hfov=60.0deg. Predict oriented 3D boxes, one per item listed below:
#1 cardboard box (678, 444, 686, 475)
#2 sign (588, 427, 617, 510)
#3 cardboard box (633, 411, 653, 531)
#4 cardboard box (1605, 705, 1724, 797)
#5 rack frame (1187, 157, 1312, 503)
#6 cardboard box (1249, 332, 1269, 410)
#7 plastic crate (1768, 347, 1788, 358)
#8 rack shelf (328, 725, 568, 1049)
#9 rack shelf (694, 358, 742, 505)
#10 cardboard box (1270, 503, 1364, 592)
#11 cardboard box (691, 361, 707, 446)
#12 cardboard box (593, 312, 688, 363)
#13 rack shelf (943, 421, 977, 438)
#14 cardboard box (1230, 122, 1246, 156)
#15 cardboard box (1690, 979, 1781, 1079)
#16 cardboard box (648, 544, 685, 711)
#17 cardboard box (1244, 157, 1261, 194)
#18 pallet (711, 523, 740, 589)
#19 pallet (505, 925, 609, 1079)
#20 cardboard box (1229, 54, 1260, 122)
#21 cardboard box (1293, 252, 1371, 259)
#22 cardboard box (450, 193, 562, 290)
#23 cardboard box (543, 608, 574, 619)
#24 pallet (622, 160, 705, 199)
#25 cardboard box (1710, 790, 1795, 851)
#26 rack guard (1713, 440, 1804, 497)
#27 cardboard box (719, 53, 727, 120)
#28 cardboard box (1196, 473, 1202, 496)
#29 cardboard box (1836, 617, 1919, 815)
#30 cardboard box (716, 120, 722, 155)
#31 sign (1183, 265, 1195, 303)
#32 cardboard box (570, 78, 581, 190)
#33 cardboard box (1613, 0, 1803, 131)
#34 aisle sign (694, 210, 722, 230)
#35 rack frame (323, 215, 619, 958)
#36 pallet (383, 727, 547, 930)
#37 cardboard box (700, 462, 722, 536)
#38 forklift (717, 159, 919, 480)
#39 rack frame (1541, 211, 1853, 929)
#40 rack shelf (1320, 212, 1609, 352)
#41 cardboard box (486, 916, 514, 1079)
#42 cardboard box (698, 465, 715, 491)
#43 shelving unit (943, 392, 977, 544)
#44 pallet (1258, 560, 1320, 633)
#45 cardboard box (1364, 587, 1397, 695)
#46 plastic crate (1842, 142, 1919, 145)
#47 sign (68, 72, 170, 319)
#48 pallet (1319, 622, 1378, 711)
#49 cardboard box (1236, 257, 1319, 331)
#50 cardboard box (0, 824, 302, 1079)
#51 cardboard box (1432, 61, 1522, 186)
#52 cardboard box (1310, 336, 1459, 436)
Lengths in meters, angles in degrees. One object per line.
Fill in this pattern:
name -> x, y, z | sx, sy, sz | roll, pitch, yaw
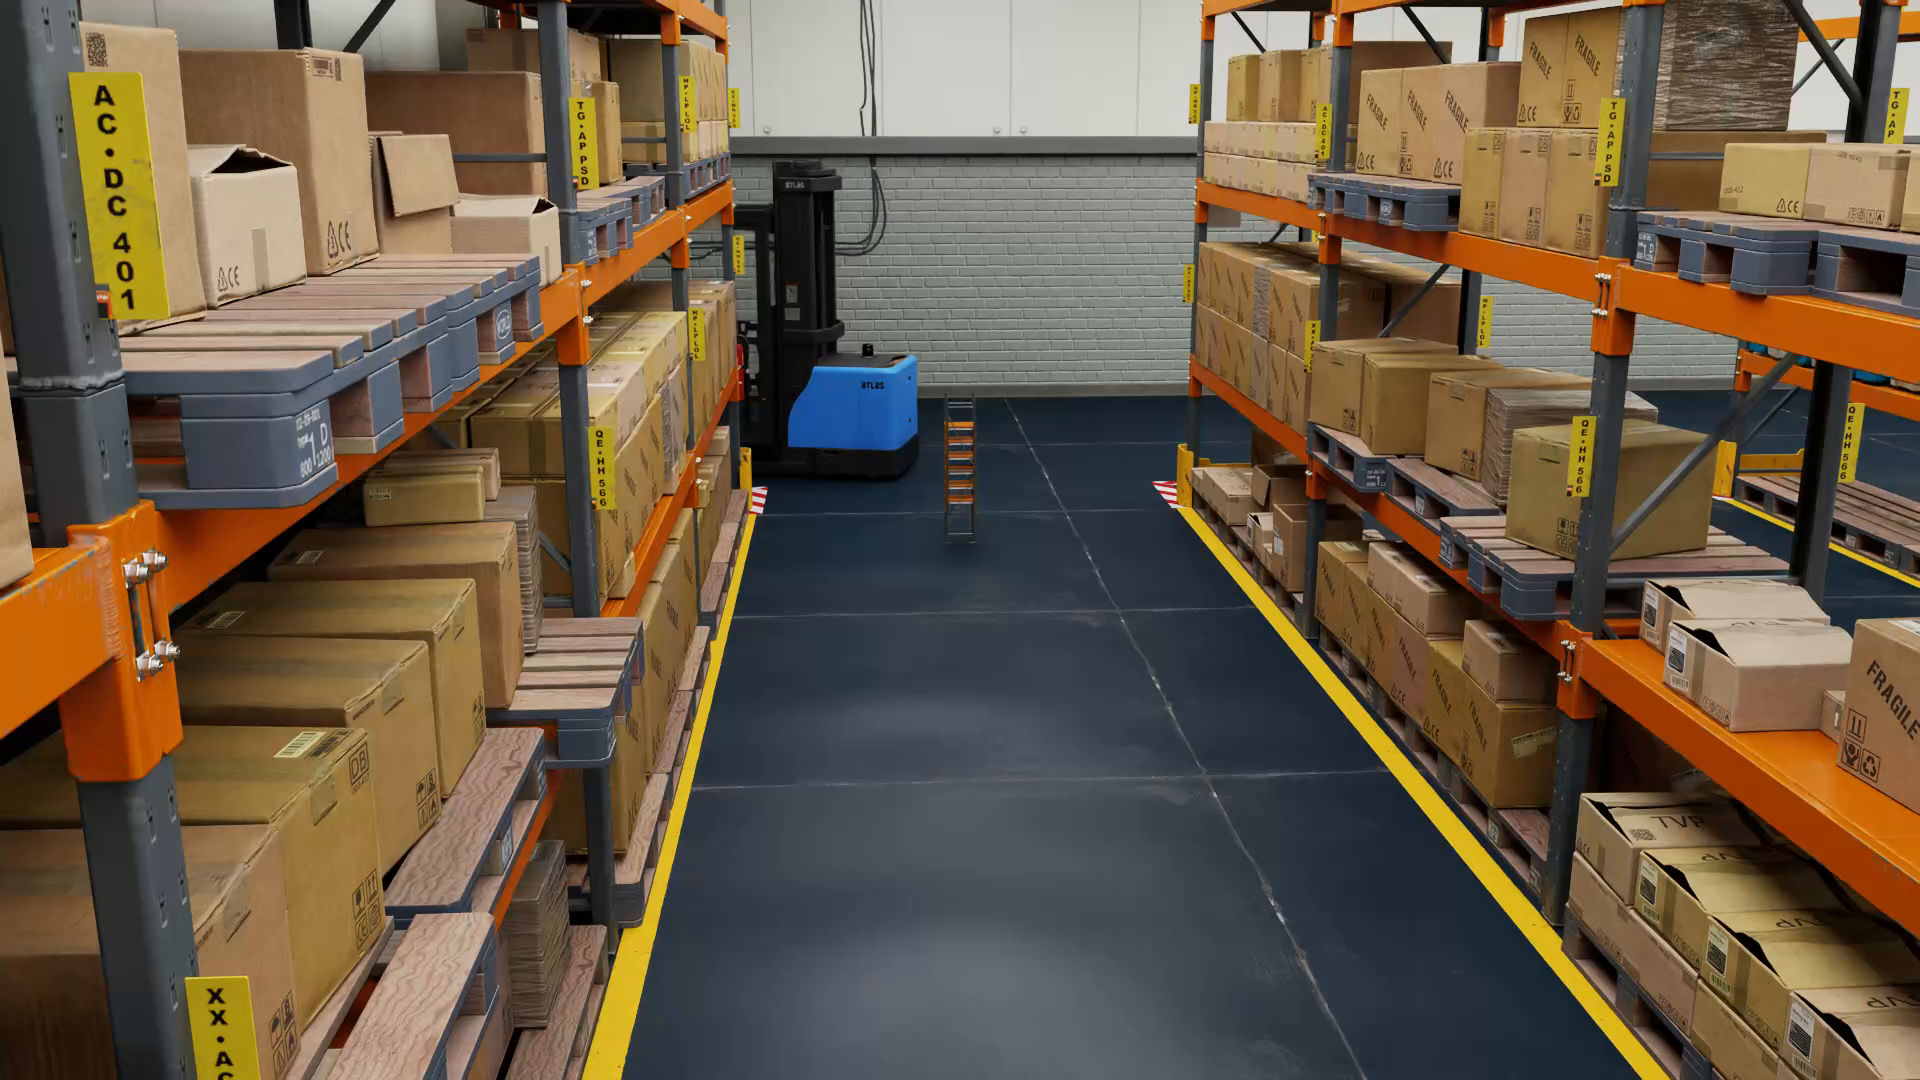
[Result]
cardboard box -> -1.829, -0.483, 9.847 | 0.380, 0.149, 0.250 | -1, 14, -2
sign -> -1.383, -0.275, 6.412 | 0.100, 0.325, 0.005 | -1, 14, -3
cardboard box -> -1.751, -0.323, 7.924 | 0.500, 0.500, 0.500 | -1, 14, -4
cardboard box -> 3.277, 1.060, 7.519 | 0.500, 0.500, 0.500 | 0, 14, -1
rack frame -> 2.525, -1.809, 14.538 | 1.000, 3.000, 0.127 | -1, 14, -3
cardboard box -> 2.418, -1.239, 12.122 | 0.500, 0.500, 0.500 | -1, 14, -2
plastic crate -> 7.093, -1.639, 14.284 | 0.250, 0.136, 0.298 | -1, 14, -3
rack shelf -> -1.800, 1.104, 4.661 | 1.077, 0.370, 4.000 | -1, 14, -3
rack shelf -> -2.295, -0.886, 12.394 | 1.077, 0.370, 4.000 | -1, 14, -3
cardboard box -> 2.454, 0.046, 11.462 | 0.500, 0.500, 0.500 | -1, 14, -3
cardboard box -> -2.189, -1.017, 10.859 | 0.980, 0.700, 0.700 | -1, 14, -3
cardboard box -> -1.887, -1.190, 9.789 | 0.500, 0.250, 0.500 | -1, 14, -2
rack shelf -> 0.001, -0.883, 13.284 | 0.258, 0.103, 0.180 | -1, 14, -3
cardboard box -> 2.358, -3.051, 12.642 | 0.500, 0.250, 0.500 | -1, 14, -3
cardboard box -> 2.830, 1.698, 5.584 | 0.500, 0.250, 0.500 | -1, 14, -5
cardboard box -> -1.943, 0.481, 9.107 | 0.750, 0.750, 0.750 | 0, 14, -2
cardboard box -> 2.391, -2.684, 12.221 | 0.500, 0.250, 0.500 | -1, 14, -3
pallet -> -2.219, 0.119, 12.640 | 1.003, 0.211, 1.213 | -1, 14, -3
pallet -> -1.877, 1.803, 6.096 | 1.003, 0.211, 1.213 | -1, 14, -3
cardboard box -> 2.519, -3.541, 13.043 | 0.700, 0.500, 0.500 | -1, 14, -3
cardboard box -> 2.896, -1.981, 12.998 | 0.500, 0.500, 0.500 | 0, 14, -2
cardboard box -> -1.610, -0.986, 5.460 | 0.500, 0.311, 0.500 | -1, 14, -3
cardboard box -> -1.713, 0.284, 6.865 | 0.380, 0.149, 0.250 | -1, 14, -4
pallet -> -2.212, -2.350, 10.800 | 1.003, 0.211, 1.213 | -1, 14, -3
cardboard box -> 3.298, 1.164, 6.534 | 0.500, 0.311, 0.500 | -1, 14, -2
rack guard -> 7.454, -0.680, 15.166 | 1.175, 0.500, 0.348 | -1, 14, -3
cardboard box -> -2.102, -3.549, 13.033 | 0.500, 0.500, 0.500 | -1, 14, -4
cardboard box -> 2.223, -0.478, 14.169 | 0.380, 0.166, 0.250 | -1, 14, -3
cardboard box -> 3.141, 0.549, 5.172 | 0.500, 0.500, 0.500 | -2, 15, -6
cardboard box -> -2.076, -3.056, 12.622 | 0.500, 0.250, 0.500 | -1, 14, -6
sign -> 1.983, -2.220, 14.398 | 0.100, 0.325, 0.005 | -1, 14, -3
cardboard box -> -2.118, -1.845, 7.573 | 0.700, 0.500, 0.500 | 0, 14, -1
cardboard box -> 3.000, -1.913, 6.717 | 0.500, 0.500, 0.500 | -1, 14, -3
aisle sign -> -2.124, -3.013, 14.001 | 0.394, 0.787, 0.004 | -1, 14, -3
rack frame -> -1.924, 0.258, 6.504 | 1.000, 3.000, 0.127 | -1, 14, -3
pallet -> -1.760, 0.842, 4.617 | 1.003, 0.211, 1.213 | -1, 14, -3
cardboard box -> -2.213, -0.302, 12.856 | 0.700, 0.500, 0.500 | -1, 14, -5
forklift -> -1.975, -2.146, 15.987 | 3.031, 2.935, 1.130 | 3, 15, 10
rack frame -> 3.020, 0.180, 6.805 | 1.000, 3.000, 0.127 | -1, 14, -3
rack shelf -> 2.896, -1.421, 8.454 | 1.077, 0.370, 4.000 | -1, 14, -3
cardboard box -> -1.911, 1.564, 5.563 | 0.700, 0.500, 0.500 | -1, 14, -4
cardboard box -> -1.987, -0.449, 12.125 | 0.380, 0.149, 0.250 | -1, 14, -5
shelving unit -> 0.001, -0.577, 13.363 | 0.258, 1.200, 0.189 | -1, 14, -3
pallet -> 2.731, 0.365, 11.683 | 1.003, 0.211, 1.213 | -1, 14, -3
cardboard box -> 2.627, 0.564, 9.448 | 0.500, 0.500, 0.500 | -1, 14, -3
plastic crate -> 7.289, -2.923, 12.972 | 0.504, 0.338, 0.767 | -1, 14, -3
sign -> -1.135, -0.461, 2.240 | 0.100, 0.325, 0.005 | -1, 14, -3
pallet -> 2.861, 0.738, 10.235 | 1.003, 0.211, 1.213 | -1, 14, -3
cardboard box -> 2.387, -1.847, 12.477 | 0.500, 0.500, 0.500 | -1, 14, -4
cardboard box -> -1.673, 0.864, 3.065 | 0.700, 0.500, 0.500 | -1, 14, -3
cardboard box -> 2.816, -2.109, 8.440 | 0.600, 0.600, 0.600 | -1, 15, -6
cardboard box -> 2.579, -0.945, 10.136 | 0.700, 0.500, 0.500 | -6, 16, -22
